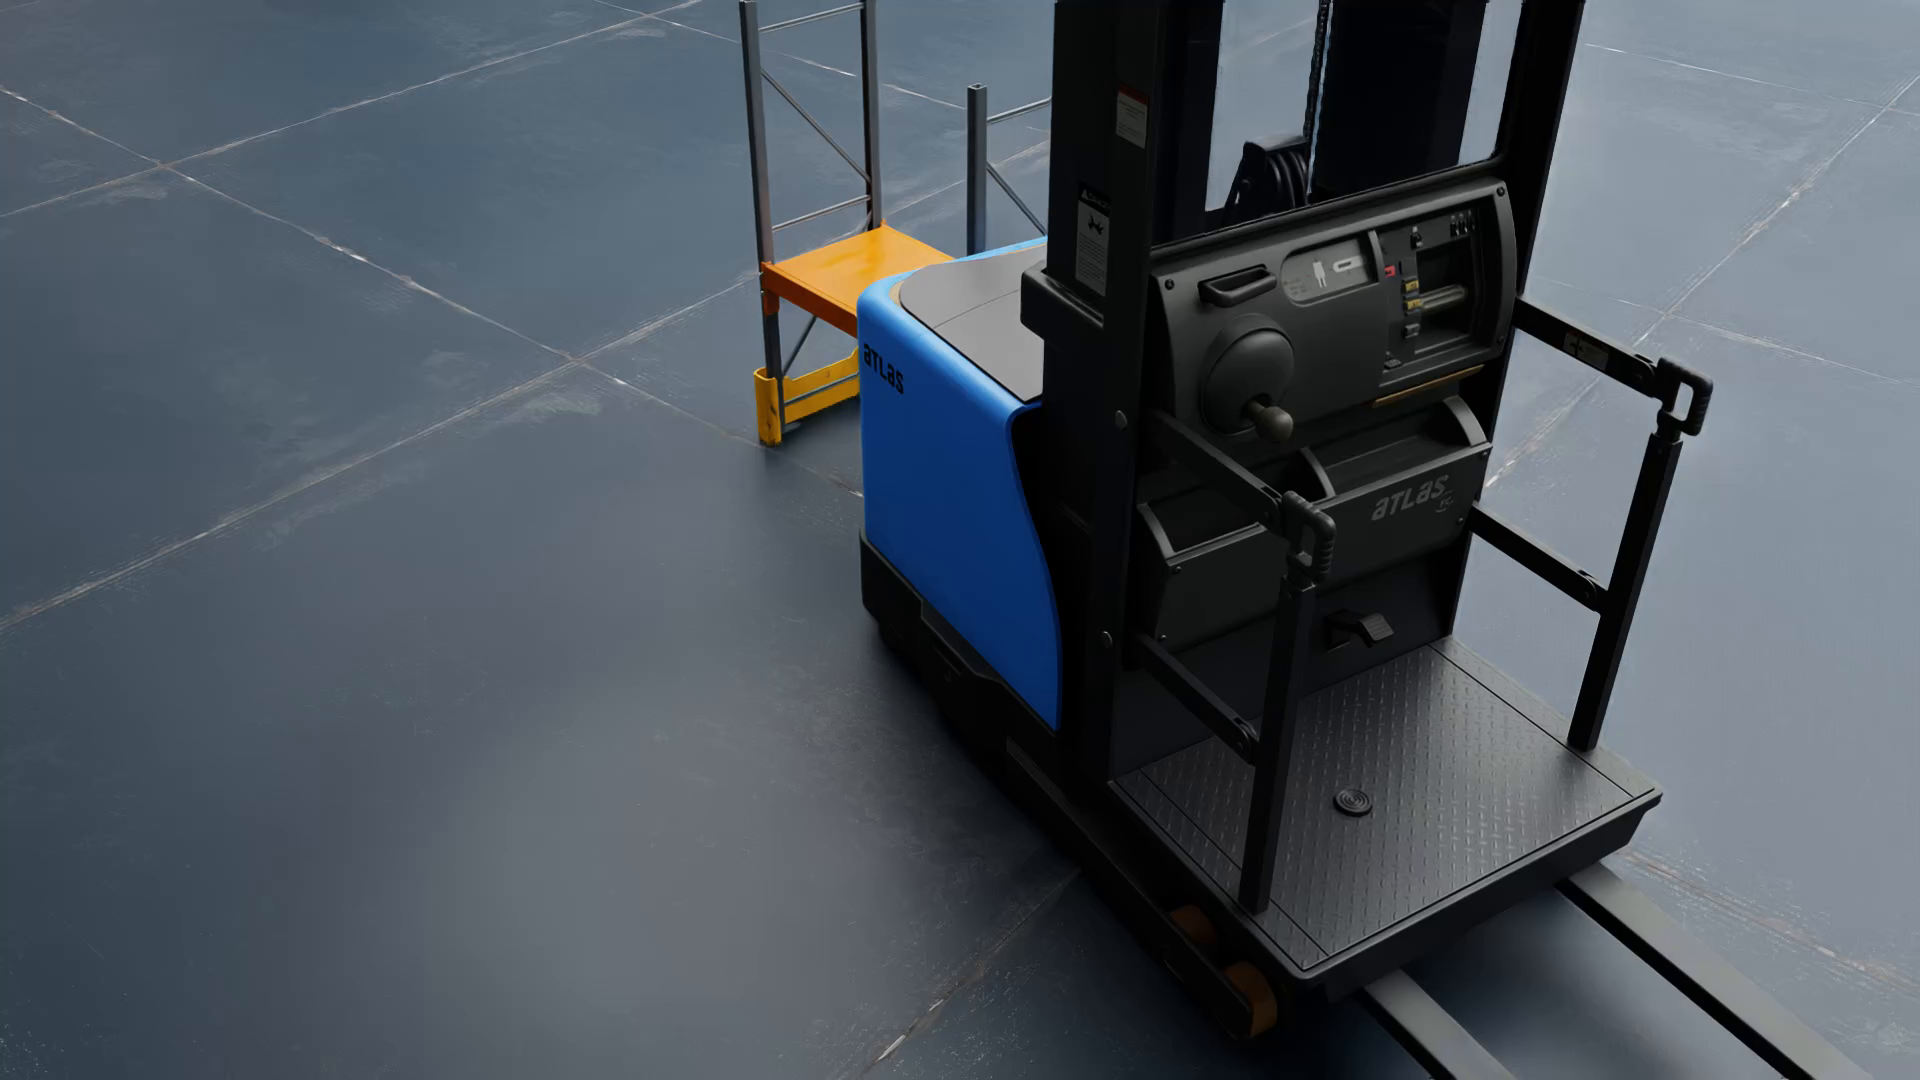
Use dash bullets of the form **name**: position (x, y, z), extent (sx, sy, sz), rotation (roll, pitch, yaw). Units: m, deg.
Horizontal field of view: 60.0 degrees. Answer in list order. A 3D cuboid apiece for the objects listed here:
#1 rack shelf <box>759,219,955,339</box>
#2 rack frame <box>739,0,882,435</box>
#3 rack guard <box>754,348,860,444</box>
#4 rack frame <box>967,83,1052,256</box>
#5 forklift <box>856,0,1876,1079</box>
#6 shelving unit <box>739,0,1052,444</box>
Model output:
- **rack shelf**: position (-0.123, -0.711, 5.279), extent (0.538, 0.185, 1.000), rotation (-27, 43, -33)
- **rack frame**: position (-0.461, -1.074, 5.489), extent (0.500, 1.500, 0.032), rotation (-27, 43, -33)
- **rack guard**: position (-0.460, -0.559, 5.843), extent (0.587, 0.250, 0.087), rotation (-27, 43, -33)
- **rack frame**: position (0.216, -0.645, 4.864), extent (0.500, 1.500, 0.032), rotation (-27, 43, -33)
- **forklift**: position (0.902, -0.417, 3.268), extent (1.130, 2.935, 3.031), rotation (-19, 39, -25)
- **shelving unit**: position (-0.129, -0.863, 5.182), extent (0.587, 1.500, 1.083), rotation (-27, 43, -33)
